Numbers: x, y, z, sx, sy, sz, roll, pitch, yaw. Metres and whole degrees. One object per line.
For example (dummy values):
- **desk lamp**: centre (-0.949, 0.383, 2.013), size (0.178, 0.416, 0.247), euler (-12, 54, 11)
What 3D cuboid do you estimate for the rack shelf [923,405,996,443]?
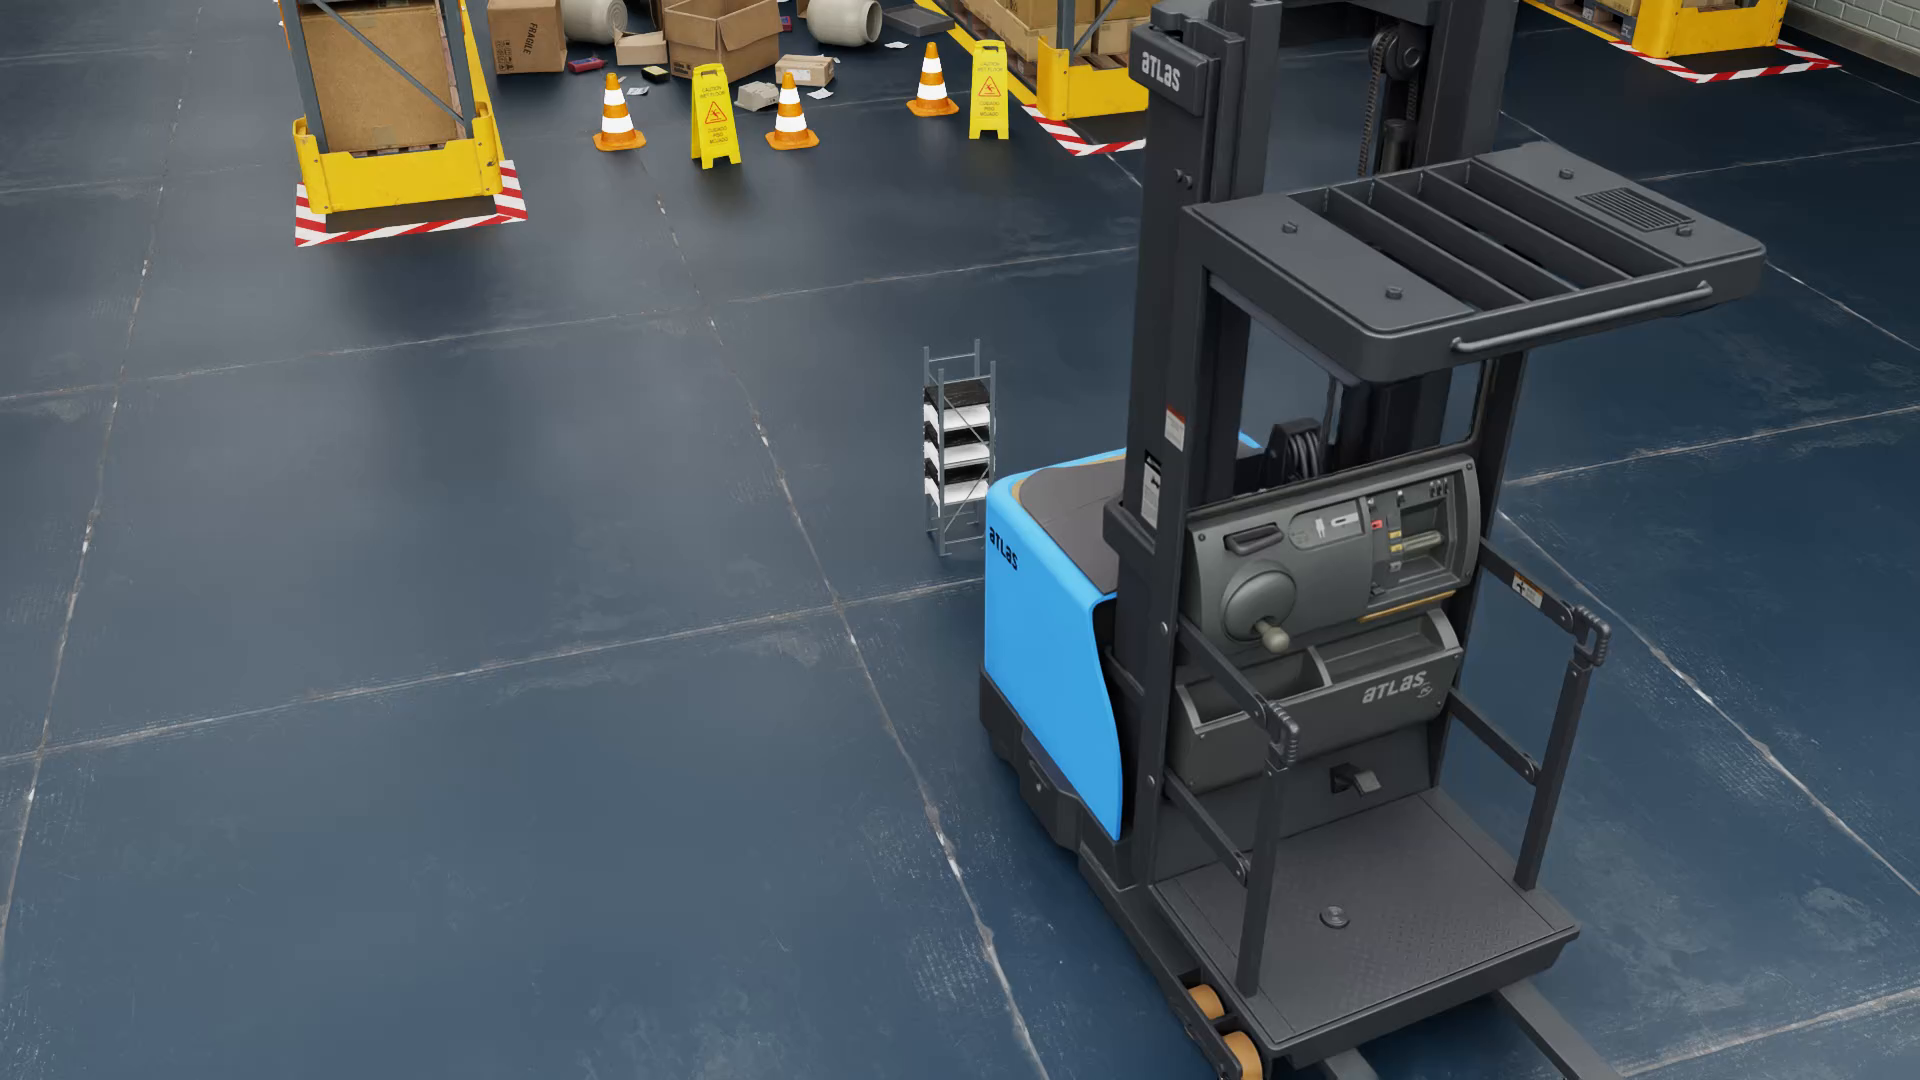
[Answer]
- **rack shelf**: centre (-0.002, -0.502, 6.928), size (0.258, 0.077, 0.200), euler (-10, 35, -15)

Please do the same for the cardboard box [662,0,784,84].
- **cardboard box**: centre (-1.783, -3.803, 12.548), size (0.637, 0.503, 0.797), euler (19, 38, 26)

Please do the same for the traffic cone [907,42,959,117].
- **traffic cone**: centre (-0.196, -3.298, 11.821), size (0.336, 0.463, 0.334), euler (-10, 35, -15)

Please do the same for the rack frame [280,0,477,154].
- **rack frame**: centre (-3.520, -3.462, 9.769), size (1.000, 3.000, 0.127), euler (-10, 35, -15)

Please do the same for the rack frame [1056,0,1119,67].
- **rack frame**: centre (1.164, -4.348, 11.109), size (1.000, 3.000, 0.127), euler (-10, 35, -15)

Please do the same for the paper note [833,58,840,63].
- **paper note**: centre (-0.955, -3.710, 12.856), size (0.032, 0.001, 0.123), euler (-10, 35, -15)

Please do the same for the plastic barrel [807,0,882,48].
- **plastic barrel**: centre (-0.908, -4.103, 13.075), size (0.512, 0.421, 0.421), euler (13, 36, 18)

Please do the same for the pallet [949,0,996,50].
- **pallet**: centre (0.558, -4.296, 13.560), size (1.003, 0.211, 1.213), euler (-10, 35, -15)

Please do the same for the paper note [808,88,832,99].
- **paper note**: centre (-1.020, -3.271, 12.172), size (0.148, 0.019, 0.142), euler (-23, 40, -31)

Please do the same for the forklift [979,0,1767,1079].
- **forklift**: centre (1.142, 0.099, 4.442), size (1.130, 2.935, 3.031), euler (-14, 36, -20)

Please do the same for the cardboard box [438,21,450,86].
- **cardboard box**: centre (-4.060, -3.557, 11.459), size (0.875, 0.875, 0.875), euler (-11, 35, -15)

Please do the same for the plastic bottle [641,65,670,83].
- **plastic bottle**: centre (-2.306, -3.512, 12.510), size (0.133, 0.061, 0.283), euler (-23, 40, -31)

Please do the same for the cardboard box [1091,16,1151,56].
- **cardboard box**: centre (1.181, -3.846, 12.462), size (0.500, 0.250, 0.500), euler (-10, 35, -15)

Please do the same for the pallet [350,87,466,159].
- **pallet**: centre (-3.838, -2.705, 11.153), size (1.003, 0.211, 1.213), euler (-10, 35, -15)

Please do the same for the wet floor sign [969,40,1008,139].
- **wet floor sign**: centre (0.203, -3.086, 11.334), size (0.267, 0.644, 0.232), euler (1, 33, 2)

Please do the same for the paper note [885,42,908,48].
- **paper note**: centre (-0.500, -3.921, 13.156), size (0.142, 0.019, 0.148), euler (-23, 40, -31)

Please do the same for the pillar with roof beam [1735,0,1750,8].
- **pillar with roof beam**: centre (2.436, -7.480, 10.408), size (9.100, 9.000, 0.400), euler (-10, 35, -15)

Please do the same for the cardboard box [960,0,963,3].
- **cardboard box**: centre (0.204, -4.564, 13.549), size (0.500, 0.250, 0.500), euler (-10, 35, -15)

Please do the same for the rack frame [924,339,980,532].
- **rack frame**: centre (-0.033, -0.433, 7.089), size (0.240, 0.900, 0.006), euler (-10, 35, -15)

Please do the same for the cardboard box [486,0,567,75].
- **cardboard box**: centre (-3.289, -3.878, 12.663), size (0.500, 0.500, 0.500), euler (-4, 34, -6)

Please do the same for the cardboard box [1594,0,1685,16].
- **cardboard box**: centre (5.445, -4.406, 13.310), size (0.500, 0.250, 0.500), euler (-10, 35, -14)

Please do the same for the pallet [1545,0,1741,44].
- **pallet**: centre (5.616, -4.415, 13.741), size (1.003, 0.211, 1.213), euler (-10, 35, -15)

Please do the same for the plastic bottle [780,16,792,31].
- **plastic bottle**: centre (-1.449, -4.229, 13.594), size (0.133, 0.061, 0.283), euler (-4, 34, -6)

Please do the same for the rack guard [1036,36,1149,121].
- **rack guard**: centre (1.140, -3.345, 11.858), size (1.175, 0.500, 0.348), euler (-10, 35, -15)

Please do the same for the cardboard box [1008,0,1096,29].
- **cardboard box**: centre (0.671, -4.065, 12.114), size (0.500, 0.500, 0.500), euler (-10, 35, -14)

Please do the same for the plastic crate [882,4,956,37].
- **plastic crate**: centre (-0.359, -4.267, 13.636), size (0.402, 0.080, 0.583), euler (-23, 40, -31)

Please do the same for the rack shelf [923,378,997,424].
- **rack shelf**: centre (-0.002, -0.577, 6.878), size (0.258, 0.077, 0.200), euler (-10, 35, -15)

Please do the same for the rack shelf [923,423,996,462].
- **rack shelf**: centre (-0.002, -0.427, 6.977), size (0.258, 0.077, 0.200), euler (-10, 35, -15)

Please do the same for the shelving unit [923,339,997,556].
- **shelving unit**: centre (-0.002, -0.380, 7.008), size (0.258, 0.900, 0.210), euler (-10, 35, -15)

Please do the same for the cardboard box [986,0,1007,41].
- **cardboard box**: centre (0.510, -4.028, 12.738), size (0.500, 0.250, 0.500), euler (-10, 35, -15)

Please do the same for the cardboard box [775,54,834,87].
- **cardboard box**: centre (-1.160, -3.506, 12.421), size (0.380, 0.149, 0.250), euler (7, 34, 10)

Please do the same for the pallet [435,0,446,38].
- **pallet**: centre (-4.582, -3.987, 13.091), size (1.003, 0.211, 1.213), euler (-10, 35, -15)

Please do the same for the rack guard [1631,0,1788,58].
- **rack guard**: centre (5.897, -4.129, 13.045), size (1.175, 0.500, 0.348), euler (-10, 35, -15)
